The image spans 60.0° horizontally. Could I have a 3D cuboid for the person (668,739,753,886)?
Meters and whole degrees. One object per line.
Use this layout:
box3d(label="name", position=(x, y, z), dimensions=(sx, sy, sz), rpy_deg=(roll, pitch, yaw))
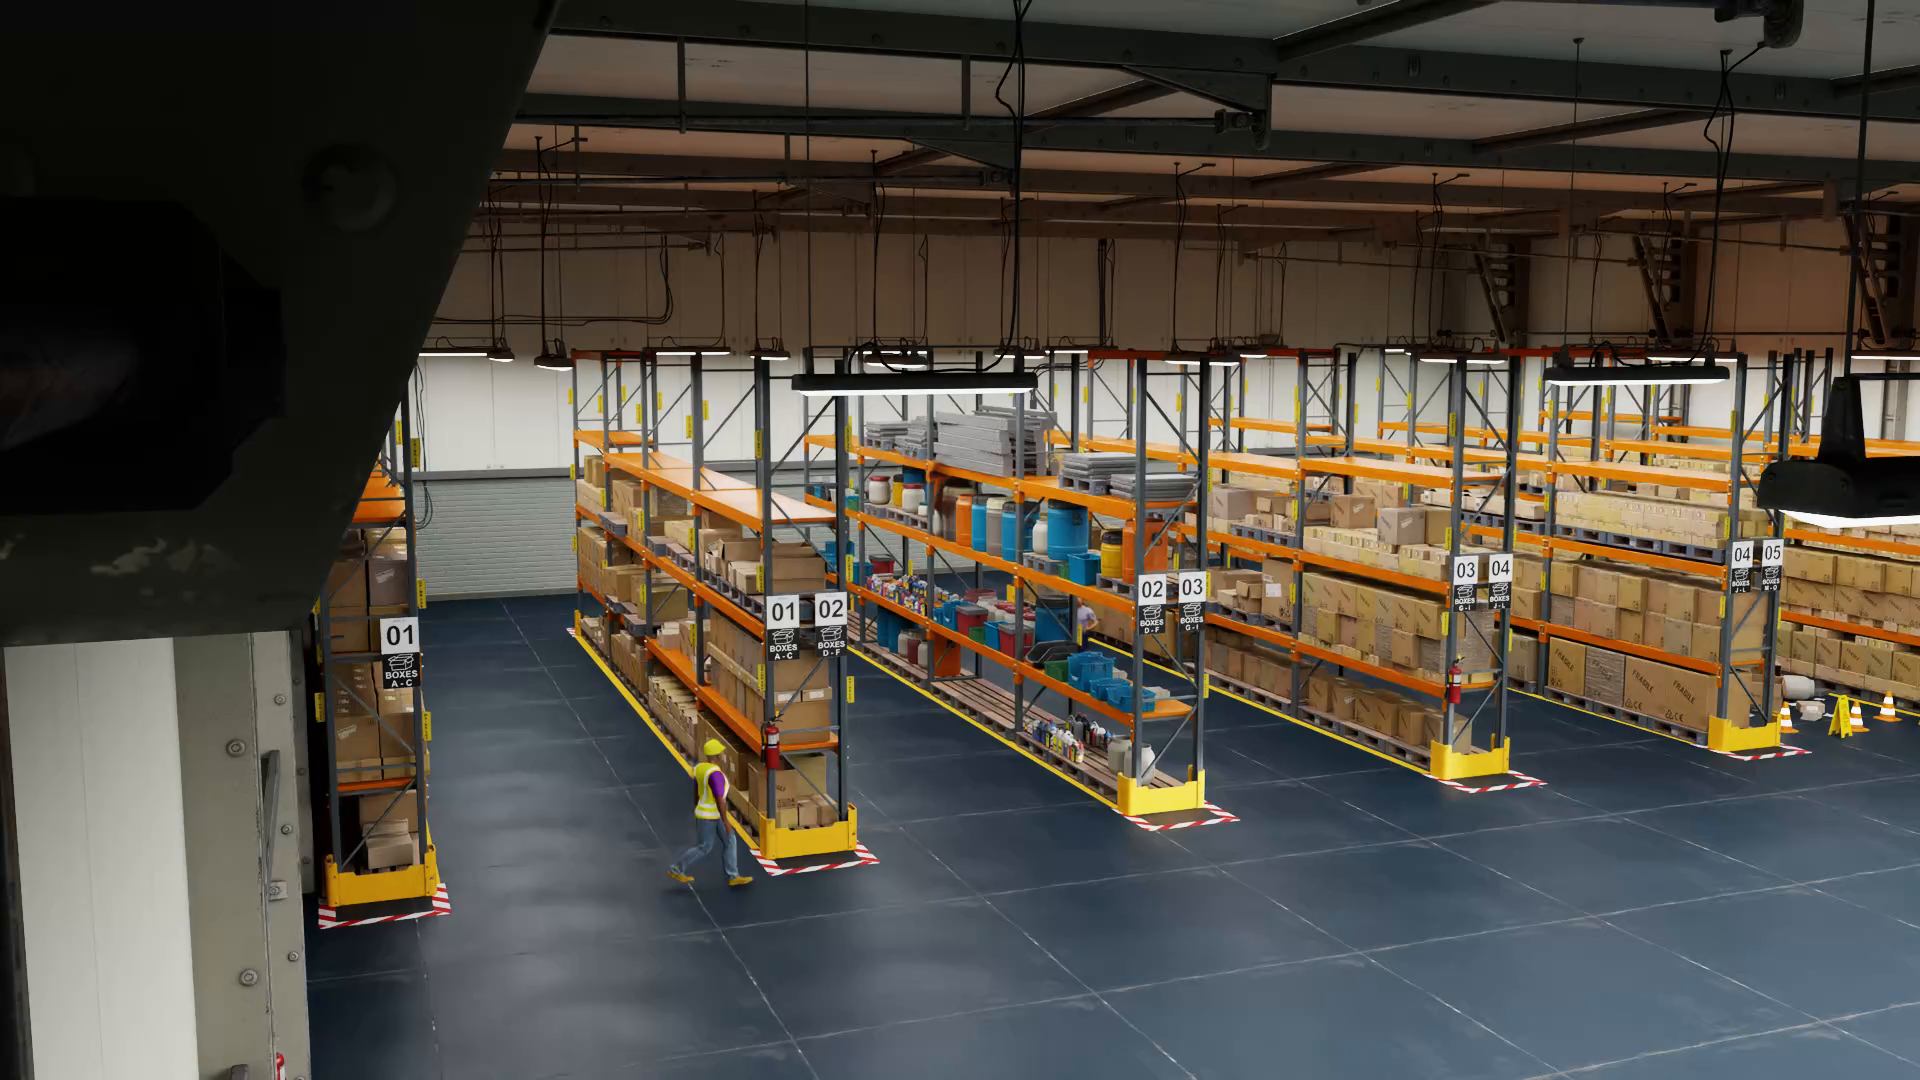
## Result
box3d(label="person", position=(-2.867, 3.134, 18.994), dimensions=(0.957, 1.732, 0.506), rpy_deg=(1, 7, 9))

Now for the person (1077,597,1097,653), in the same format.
box3d(label="person", position=(2.180, 1.802, 30.211), dimensions=(0.537, 1.669, 0.746), rpy_deg=(-2, 7, -17))
